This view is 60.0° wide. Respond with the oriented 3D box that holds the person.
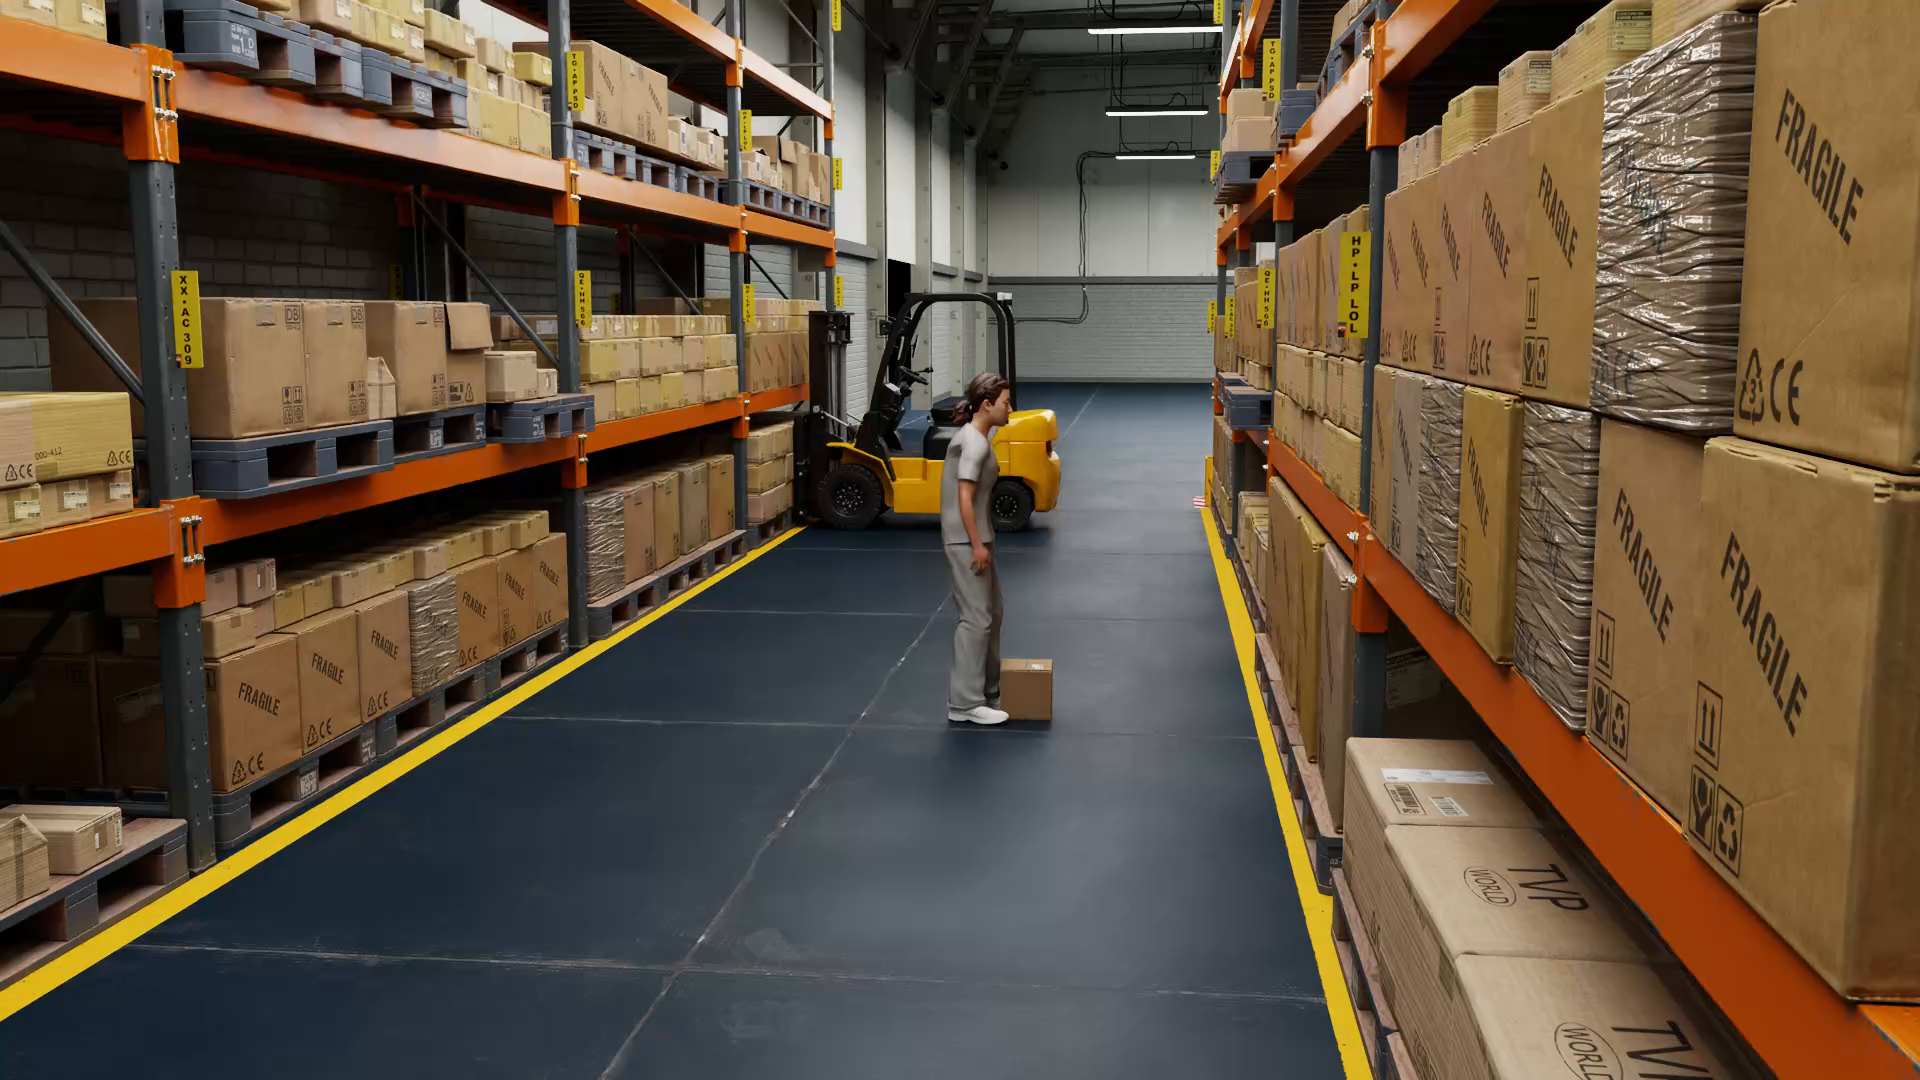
[{"bbox_3d":[0.107,0.028,8.096,0.405,1.672,0.498,1,8,5],"label":"person"}]
